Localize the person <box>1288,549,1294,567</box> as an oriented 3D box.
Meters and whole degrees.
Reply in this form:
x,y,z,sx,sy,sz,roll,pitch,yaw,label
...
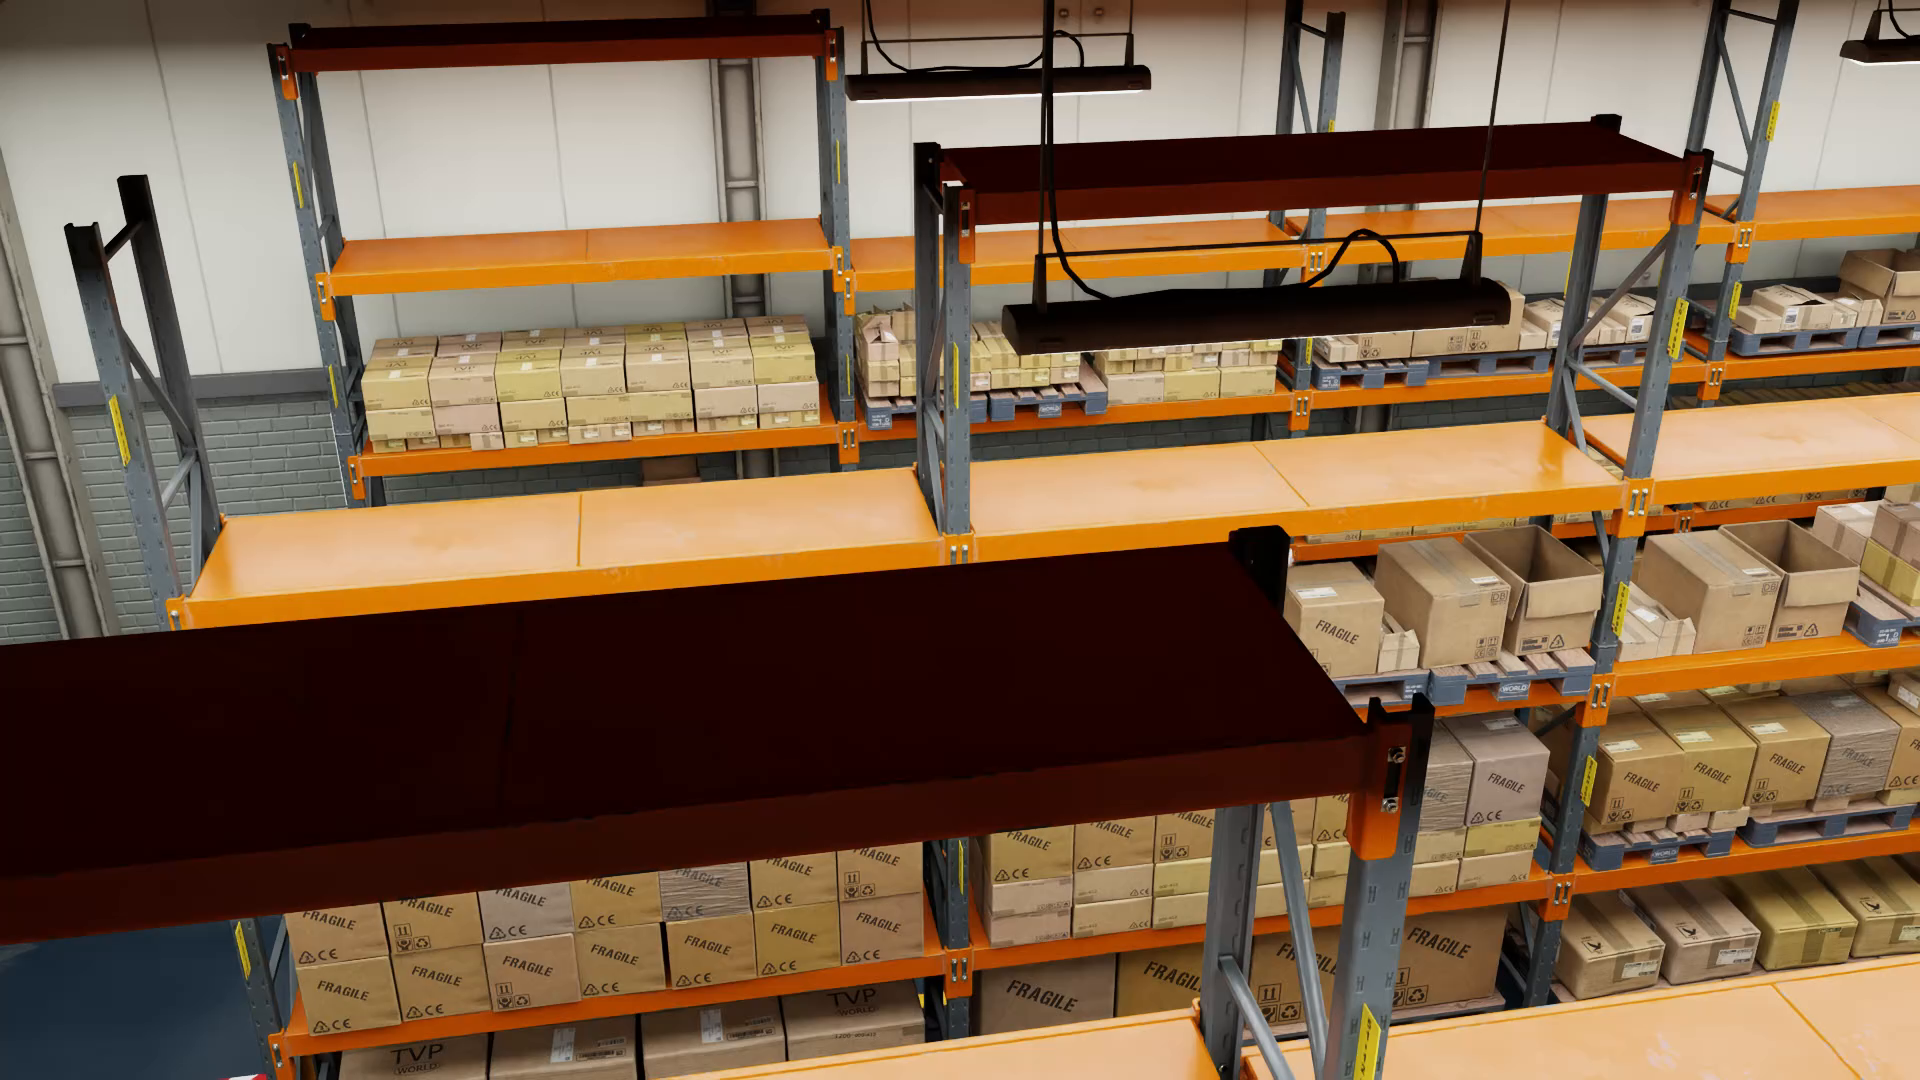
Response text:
x,y,z,sx,sy,sz,roll,pitch,yaw,label
2.756,0.804,14.212,0.632,1.672,0.622,-14,29,-26,person
